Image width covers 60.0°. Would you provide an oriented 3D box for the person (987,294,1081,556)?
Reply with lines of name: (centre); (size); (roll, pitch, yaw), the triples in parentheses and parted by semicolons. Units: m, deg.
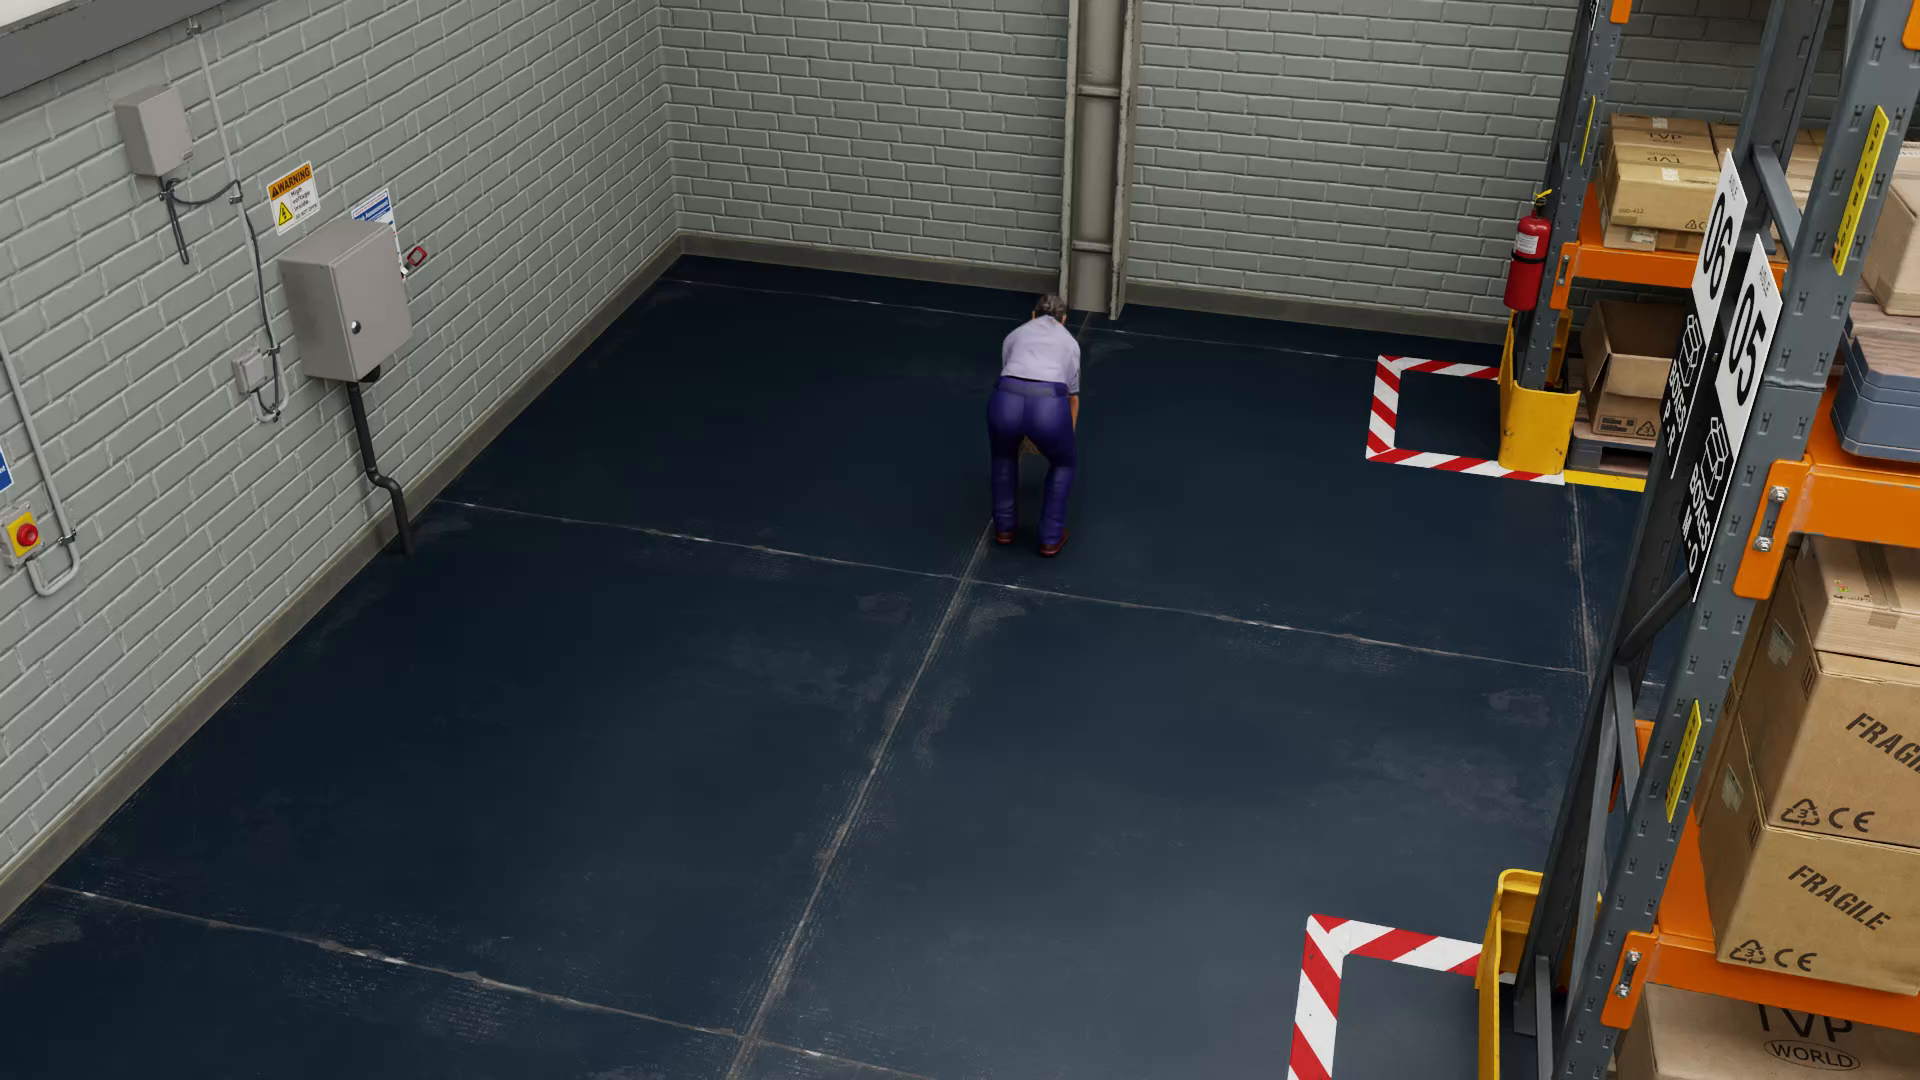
person: (0.402, -0.585, 8.512); (0.455, 1.153, 0.888); (7, 34, 11)
